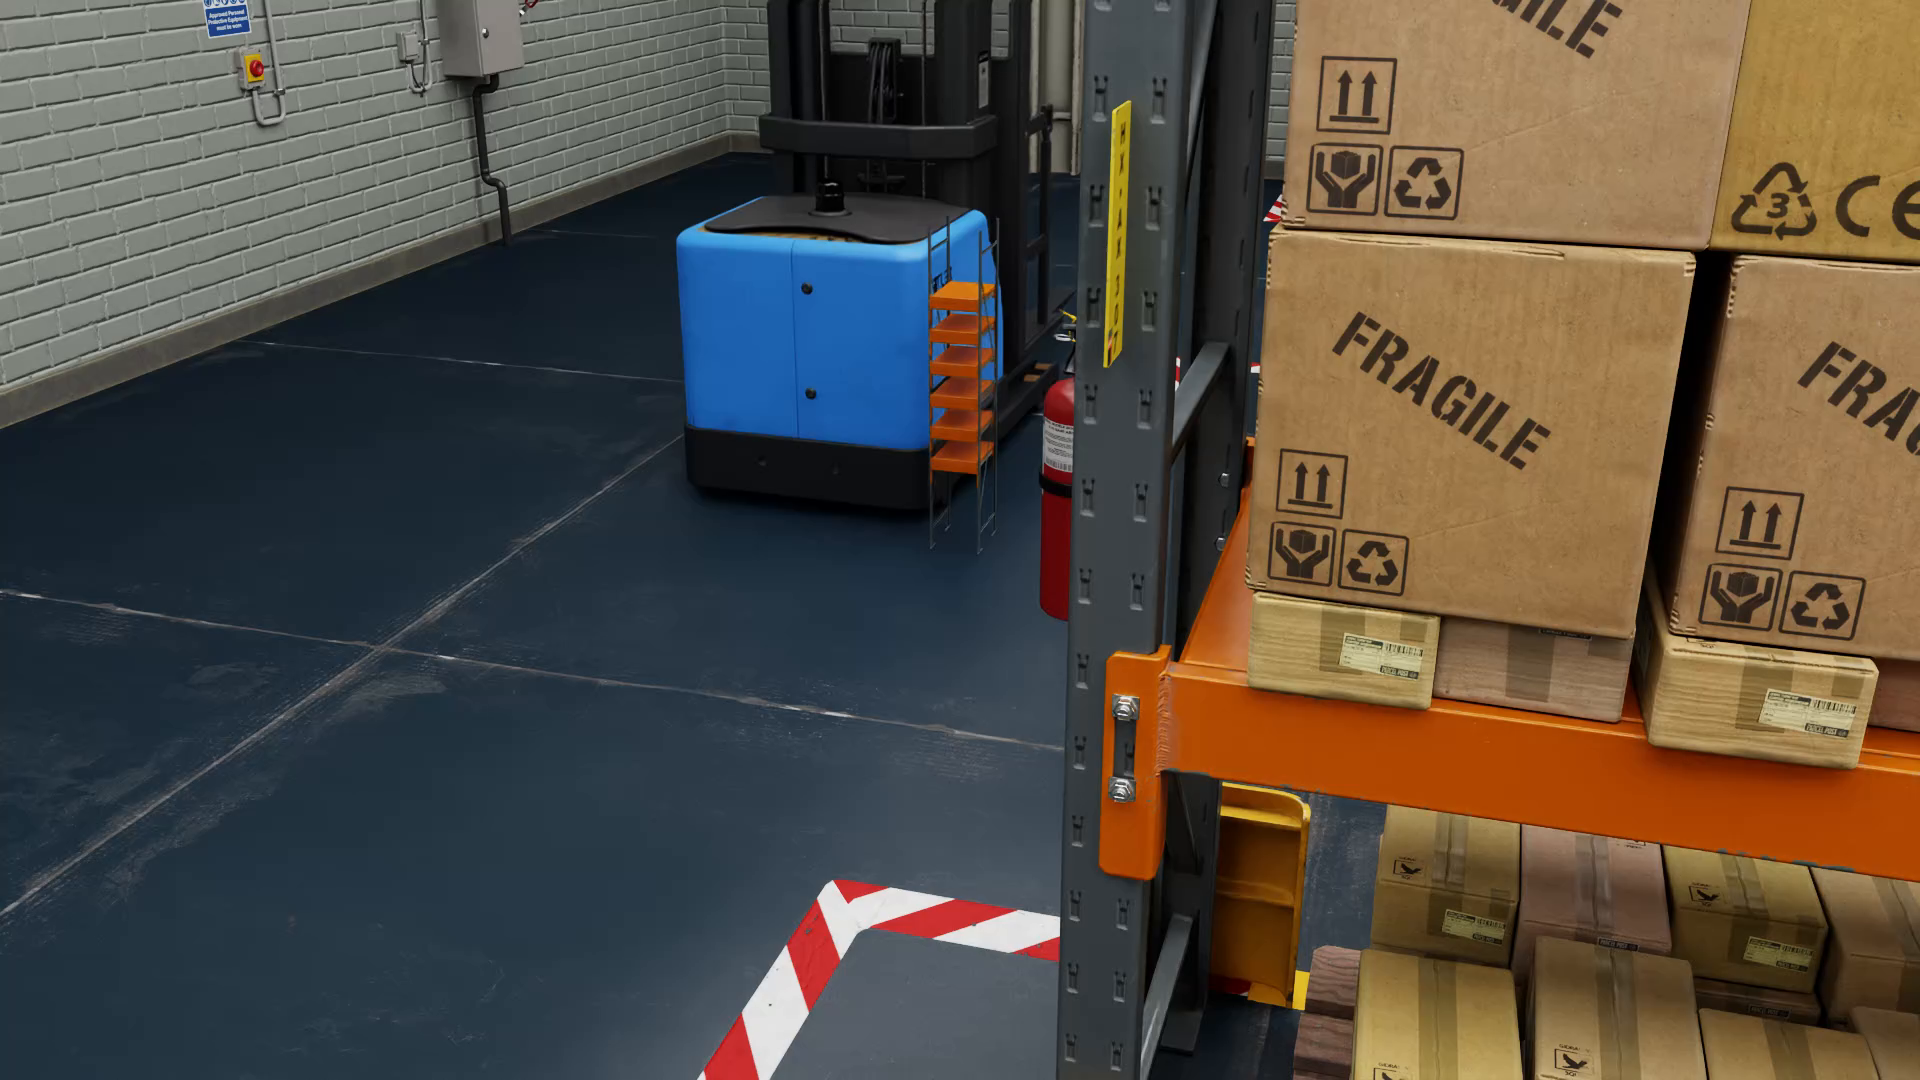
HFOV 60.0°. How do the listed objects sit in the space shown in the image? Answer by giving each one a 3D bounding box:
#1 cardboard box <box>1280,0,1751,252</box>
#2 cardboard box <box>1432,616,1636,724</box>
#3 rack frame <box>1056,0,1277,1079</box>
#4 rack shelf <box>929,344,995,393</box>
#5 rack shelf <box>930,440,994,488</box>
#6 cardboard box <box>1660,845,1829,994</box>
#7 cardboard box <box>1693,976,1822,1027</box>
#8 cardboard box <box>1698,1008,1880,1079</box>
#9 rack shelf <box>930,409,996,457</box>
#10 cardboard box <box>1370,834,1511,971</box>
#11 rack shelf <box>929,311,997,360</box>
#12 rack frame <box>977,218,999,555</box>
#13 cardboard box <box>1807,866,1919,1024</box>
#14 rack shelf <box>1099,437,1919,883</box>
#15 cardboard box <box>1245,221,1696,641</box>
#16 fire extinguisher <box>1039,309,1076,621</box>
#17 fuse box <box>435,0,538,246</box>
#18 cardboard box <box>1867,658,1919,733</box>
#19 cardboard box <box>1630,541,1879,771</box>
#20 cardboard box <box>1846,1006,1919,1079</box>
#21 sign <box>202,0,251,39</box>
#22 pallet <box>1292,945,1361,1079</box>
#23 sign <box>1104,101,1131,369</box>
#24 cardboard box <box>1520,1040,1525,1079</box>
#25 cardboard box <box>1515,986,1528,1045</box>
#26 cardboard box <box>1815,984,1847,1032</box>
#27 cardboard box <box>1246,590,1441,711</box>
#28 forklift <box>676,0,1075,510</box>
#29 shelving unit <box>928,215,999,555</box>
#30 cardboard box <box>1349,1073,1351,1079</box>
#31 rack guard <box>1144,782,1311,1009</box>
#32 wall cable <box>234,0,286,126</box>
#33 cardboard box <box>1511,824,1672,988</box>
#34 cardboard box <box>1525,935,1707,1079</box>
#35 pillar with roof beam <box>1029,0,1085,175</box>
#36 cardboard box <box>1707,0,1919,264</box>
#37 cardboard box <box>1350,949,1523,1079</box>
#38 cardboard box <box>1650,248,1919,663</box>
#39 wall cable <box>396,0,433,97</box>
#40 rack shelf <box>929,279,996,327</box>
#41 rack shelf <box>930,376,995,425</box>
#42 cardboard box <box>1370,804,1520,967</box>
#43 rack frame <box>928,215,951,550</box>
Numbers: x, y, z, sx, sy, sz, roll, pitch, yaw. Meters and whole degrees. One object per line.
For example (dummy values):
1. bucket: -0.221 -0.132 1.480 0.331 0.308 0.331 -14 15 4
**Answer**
1. cardboard box: 0.711 -0.686 2.149 0.500 0.500 0.500 6 23 15
2. cardboard box: 0.829 0.098 2.408 0.250 0.149 0.380 7 23 17
3. rack frame: 0.358 -0.185 2.769 0.127 3.000 1.000 7 23 16
4. rack shelf: 0.014 -0.623 6.010 0.180 0.103 0.258 7 23 16
5. rack shelf: 0.014 -0.290 6.146 0.180 0.103 0.258 7 23 16
6. cardboard box: 1.447 0.661 3.126 0.250 0.149 0.380 6 23 14
7. cardboard box: 1.444 0.812 3.148 0.250 0.149 0.380 6 23 13
8. cardboard box: 1.264 0.906 2.529 0.250 0.149 0.380 6 23 15
9. rack shelf: 0.014 -0.401 6.101 0.180 0.103 0.258 7 23 16
10. cardboard box: 0.946 0.756 3.286 0.250 0.149 0.380 6 23 14
11. rack shelf: 0.014 -0.734 5.964 0.180 0.103 0.258 7 23 16
12. rack frame: 0.101 -0.543 6.014 0.006 1.200 0.240 7 23 16
13. cardboard box: 1.676 0.712 3.000 0.250 0.149 0.380 6 23 13
14. rack shelf: 2.273 0.367 2.371 4.000 0.370 1.077 7 23 16
15. cardboard box: 0.708 -0.220 2.329 0.500 0.500 0.500 8 24 18
16. fire extinguisher: 0.250 -0.172 3.331 0.183 0.674 0.296 7 23 16
17. fuse box: -2.967 -2.756 10.733 0.414 1.711 0.539 7 23 16
18. cardboard box: 1.359 0.126 2.341 0.250 0.149 0.380 8 24 18
19. cardboard box: 1.071 0.147 2.289 0.250 0.149 0.380 6 23 14
20. cardboard box: 1.526 0.903 2.536 0.250 0.149 0.380 5 23 13
21. sign: -3.786 -2.719 8.589 0.001 0.218 0.327 7 23 16
22. pallet: 1.198 1.215 3.029 1.213 0.211 1.003 7 23 16
23. sign: 0.202 -0.389 2.124 0.005 0.325 0.100 7 23 16
24. cardboard box: 1.031 1.003 2.683 0.250 0.149 0.380 6 23 15
25. cardboard box: 1.181 0.804 3.168 0.250 0.149 0.380 6 23 14
26. cardboard box: 1.671 0.879 2.985 0.250 0.149 0.380 6 23 15
27. cardboard box: 0.574 0.086 2.440 0.250 0.149 0.380 6 23 15
28. forklift: -0.163 -2.001 7.287 1.130 2.935 3.031 7 23 16
29. shelving unit: 0.014 -0.554 6.038 0.189 1.200 0.258 7 23 16
30. cardboard box: 0.786 0.953 2.807 0.250 0.149 0.380 8 23 18
31. rack guard: 0.431 0.980 3.223 0.348 0.500 1.175 7 23 16
32. wall cable: -3.714 -3.089 8.468 0.123 1.953 0.585 7 23 16
33. cardboard box: 1.162 0.679 3.082 0.250 0.149 0.380 7 23 17
34. cardboard box: 1.060 0.832 2.709 0.250 0.149 0.380 7 23 16
35. pillar with roof beam: -0.443 -5.633 8.145 0.400 9.000 9.100 7 23 16
36. cardboard box: 1.196 -0.633 2.020 0.500 0.500 0.500 7 23 17
37. cardboard box: 0.762 0.845 2.677 0.250 0.149 0.380 5 23 13
38. cardboard box: 1.228 -0.170 2.208 0.500 0.500 0.500 7 23 16
39. wall cable: -3.315 -3.591 9.733 0.122 1.984 0.588 7 23 16
40. rack shelf: 0.014 -0.845 5.919 0.180 0.103 0.258 7 23 16
41. rack shelf: 0.014 -0.512 6.055 0.180 0.103 0.258 7 23 16
42. cardboard box: 0.938 0.630 3.200 0.250 0.149 0.380 7 23 16
43. rack frame: -0.074 -0.564 6.063 0.006 1.200 0.240 7 23 16
